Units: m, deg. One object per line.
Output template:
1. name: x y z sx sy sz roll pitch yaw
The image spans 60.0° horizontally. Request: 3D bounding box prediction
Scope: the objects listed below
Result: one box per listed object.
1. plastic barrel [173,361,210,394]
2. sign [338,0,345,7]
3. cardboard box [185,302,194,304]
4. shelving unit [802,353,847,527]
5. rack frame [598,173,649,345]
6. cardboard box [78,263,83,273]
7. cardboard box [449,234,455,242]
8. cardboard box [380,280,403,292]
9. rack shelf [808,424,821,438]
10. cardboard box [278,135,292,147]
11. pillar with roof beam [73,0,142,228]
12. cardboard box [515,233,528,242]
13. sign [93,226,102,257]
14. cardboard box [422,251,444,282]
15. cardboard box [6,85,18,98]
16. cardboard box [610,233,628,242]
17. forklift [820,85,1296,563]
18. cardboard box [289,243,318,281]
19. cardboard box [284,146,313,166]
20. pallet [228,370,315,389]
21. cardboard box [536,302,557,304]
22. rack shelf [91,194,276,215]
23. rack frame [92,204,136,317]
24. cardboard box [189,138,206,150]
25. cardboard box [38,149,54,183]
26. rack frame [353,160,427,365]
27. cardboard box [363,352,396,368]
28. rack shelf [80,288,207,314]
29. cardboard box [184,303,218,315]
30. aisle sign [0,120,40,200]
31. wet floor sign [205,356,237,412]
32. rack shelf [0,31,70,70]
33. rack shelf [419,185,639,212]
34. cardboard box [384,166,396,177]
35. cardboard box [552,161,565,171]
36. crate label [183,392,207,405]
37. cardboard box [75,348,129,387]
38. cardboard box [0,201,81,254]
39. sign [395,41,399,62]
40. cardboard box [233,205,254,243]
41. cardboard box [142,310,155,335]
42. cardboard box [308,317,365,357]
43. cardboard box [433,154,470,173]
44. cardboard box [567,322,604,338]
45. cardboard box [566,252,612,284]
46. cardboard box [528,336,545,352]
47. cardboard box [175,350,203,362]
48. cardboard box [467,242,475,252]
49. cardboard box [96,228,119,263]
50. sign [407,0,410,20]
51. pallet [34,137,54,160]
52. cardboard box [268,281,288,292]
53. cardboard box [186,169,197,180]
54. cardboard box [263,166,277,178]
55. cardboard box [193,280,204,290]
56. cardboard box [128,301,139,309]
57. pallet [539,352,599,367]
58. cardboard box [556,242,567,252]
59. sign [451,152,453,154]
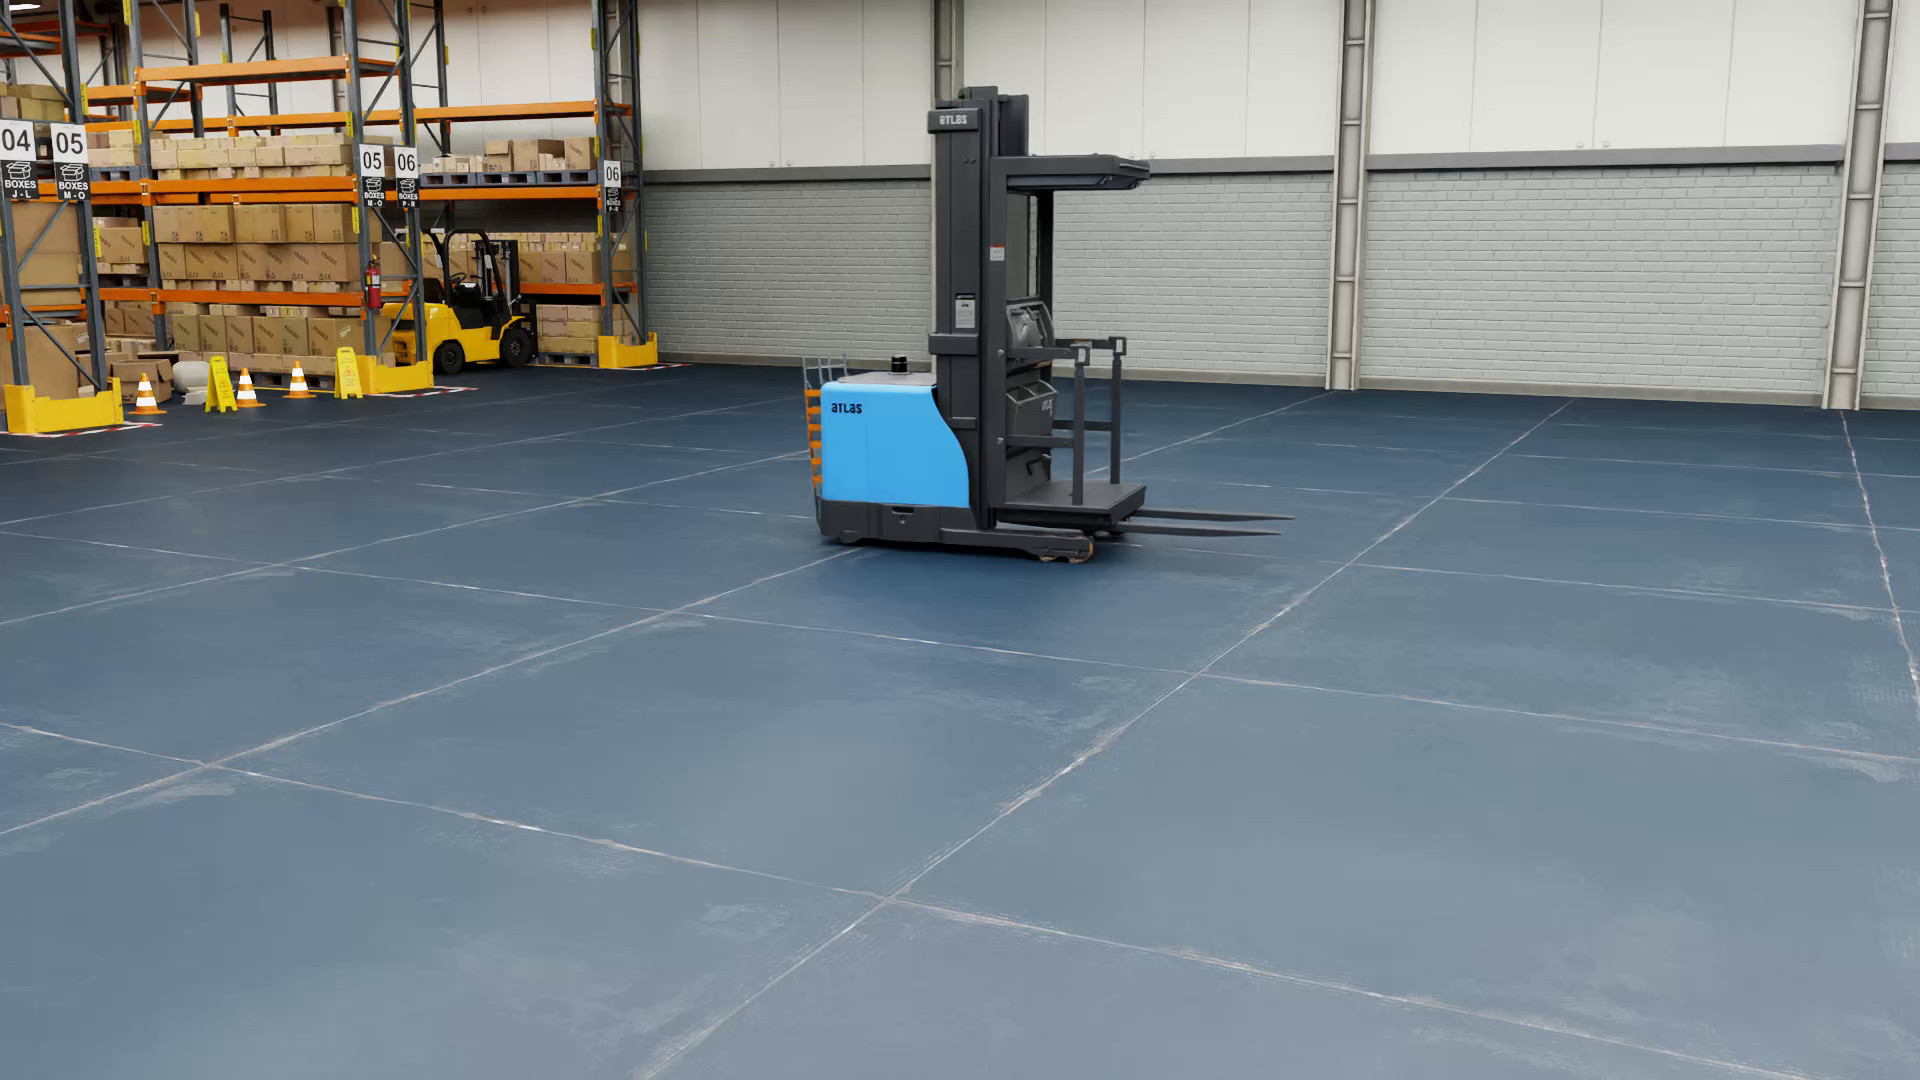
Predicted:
1. plastic barrel: -10.057 -2.139 21.860 0.512 0.421 0.421 -4 11 -23
2. sign: -7.798 -6.888 20.955 0.005 0.325 0.100 5 11 26
3. cardboard box: -13.986 -4.295 30.560 0.250 0.149 0.380 5 11 25
4. shelving unit: -0.906 -0.703 11.702 0.258 1.200 0.189 -9 7 -40
5. rack frame: -5.341 -4.279 26.449 0.127 3.000 1.000 5 11 26
6. cardboard box: -12.614 -3.963 24.231 0.250 0.149 0.380 5 11 26
7. cardboard box: -8.267 -5.011 27.560 0.250 0.149 0.380 5 11 25
8. cardboard box: -7.747 -3.422 22.420 0.250 0.149 0.380 5 11 26
9. rack shelf: -0.912 -0.778 11.695 0.258 0.103 0.180 -9 7 -40
10. cardboard box: -8.840 -5.302 22.148 0.250 0.149 0.380 5 11 26
11. pillar with roof beam: -18.233 -7.688 28.439 0.548 9.000 9.100 5 11 26
12. cardboard box: -6.945 -4.873 26.793 0.250 0.149 0.380 5 12 27
13. sign: -9.383 -3.240 18.058 0.005 0.325 0.100 5 11 26
14. cardboard box: -8.646 -4.567 27.758 0.500 0.500 0.500 5 11 24
15. cardboard box: -10.017 -4.785 17.829 0.250 0.149 0.380 5 11 26
16. cardboard box: -5.548 -4.854 26.691 0.250 0.149 0.380 5 11 25
17. forklift: 0.646 -1.405 10.763 3.031 2.935 1.130 3 11 18
18. cardboard box: -8.590 -3.720 22.247 0.500 0.500 0.500 5 11 26
19. cardboard box: -8.557 -5.074 22.004 0.500 0.250 0.500 5 11 25
20. pallet: -9.405 -2.286 23.266 1.213 0.211 1.003 5 11 26
21. cardboard box: -7.039 -3.814 27.615 0.500 0.250 0.500 5 11 25
22. rack shelf: -14.309 -6.189 30.600 4.000 0.370 1.077 5 11 26
23. rack frame: -16.103 -5.224 31.674 0.127 3.000 1.000 5 11 26
24. cardboard box: -10.281 -5.406 22.720 0.250 0.149 0.380 5 11 25
25. cardboard box: -13.328 -5.527 24.635 0.637 0.503 0.797 5 11 26
26. rack frame: -7.534 -3.486 22.068 0.127 3.000 1.000 5 11 26
27. cardboard box: -8.135 -2.447 22.870 0.500 0.250 0.500 5 11 25
28. rack shelf: -12.915 -3.605 24.744 4.000 0.370 1.077 5 11 26
29. cardboard box: -10.626 -3.234 23.290 0.250 0.149 0.380 5 11 27
30. aisle sign: -9.703 -3.913 17.128 0.004 0.787 0.394 5 11 26
31. wet floor sign: -8.732 -1.843 19.600 0.232 0.644 0.267 3 11 16
32. rack shelf: -11.428 -5.246 18.092 4.000 0.370 1.077 5 11 26
33. rack shelf: -7.135 -5.558 27.117 4.000 0.370 1.077 5 11 26
34. cardboard box: -7.688 -4.916 22.254 0.250 0.149 0.380 5 11 26
35. cardboard box: -6.219 -5.904 26.251 0.250 0.149 0.380 5 11 24
36. crate label: -9.410 -1.753 20.531 0.298 0.136 0.250 -1 10 -4
37. cardboard box: -11.072 -2.131 21.208 0.503 0.637 0.797 5 11 26
38. cardboard box: -9.950 -3.328 17.742 0.550 0.550 0.875 5 11 26
39. sign: -9.158 -7.957 27.082 0.005 0.325 0.100 5 11 26
40. cardboard box: -9.428 -4.305 22.671 0.500 0.500 0.700 5 11 25
41. cardboard box: -14.841 -4.047 31.006 0.500 0.500 0.500 5 11 24
42. cardboard box: -8.368 -2.730 22.327 0.500 0.500 0.500 5 11 26
43. cardboard box: -8.290 -6.178 27.308 0.500 0.311 0.500 5 12 27
44. cardboard box: -5.916 -3.367 26.548 0.500 0.250 0.500 5 11 25
45. cardboard box: -5.899 -4.325 26.423 0.500 0.500 0.500 5 11 25
46. cardboard box: -6.789 -3.201 27.033 0.500 0.250 0.500 5 11 26
47. cardboard box: -10.712 -2.565 23.521 0.500 0.250 0.500 4 11 23
48. cardboard box: -7.857 -4.807 27.265 0.250 0.149 0.380 5 11 25
49. cardboard box: -12.083 -4.242 23.950 0.500 0.500 0.500 5 11 26
50. sign: -7.294 -7.023 21.922 0.005 0.325 0.100 5 11 26
51. pallet: -10.304 -4.176 17.710 1.213 0.211 1.003 5 11 26
52. cardboard box: -9.142 -3.447 22.559 0.250 0.149 0.380 5 11 25
53. cardboard box: -10.469 -5.058 23.038 0.250 0.149 0.380 5 11 26
54. cardboard box: -9.114 -4.927 22.313 0.250 0.149 0.380 5 11 24
55. cardboard box: -10.480 -3.574 23.258 0.250 0.149 0.380 5 11 26
56. cardboard box: -15.381 -4.422 31.257 0.250 0.149 0.380 4 11 23
57. pallet: -6.046 -2.960 26.994 1.213 0.211 1.003 5 11 26
58. cardboard box: -6.224 -4.675 26.538 0.250 0.149 0.380 5 12 27
59. sign: -8.684 -6.452 28.361 0.005 0.325 0.100 5 11 26
